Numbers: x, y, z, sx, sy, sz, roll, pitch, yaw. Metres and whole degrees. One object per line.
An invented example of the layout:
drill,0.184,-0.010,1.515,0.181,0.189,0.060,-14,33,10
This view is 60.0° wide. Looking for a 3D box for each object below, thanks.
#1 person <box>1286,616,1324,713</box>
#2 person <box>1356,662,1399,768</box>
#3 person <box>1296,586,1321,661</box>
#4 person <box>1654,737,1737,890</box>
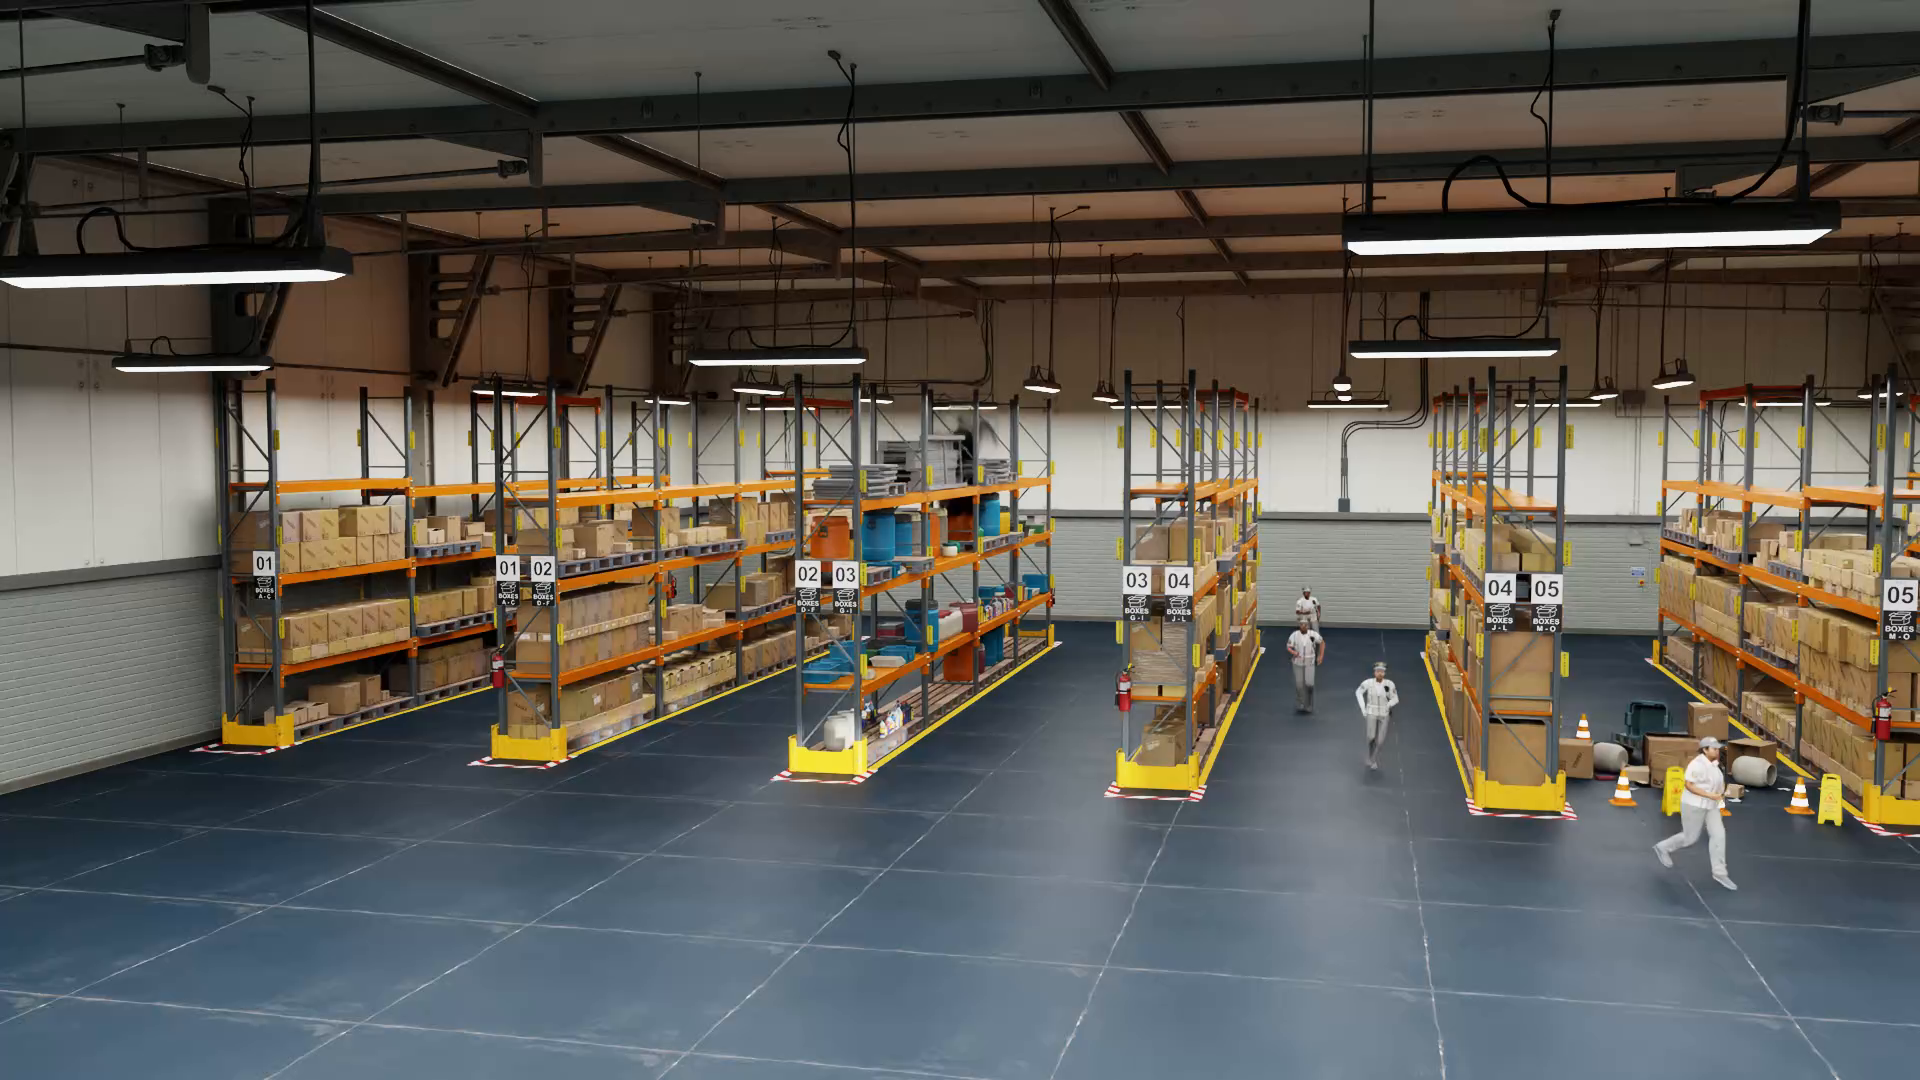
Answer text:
person,6.351,2.304,30.606,0.684,1.818,0.713,1,4,13
person,6.318,2.655,25.147,0.612,1.651,0.622,0,3,7
person,7.962,1.909,37.991,0.604,1.754,0.661,0,3,7
person,8.386,3.047,18.891,0.628,1.672,0.977,-3,4,-37
